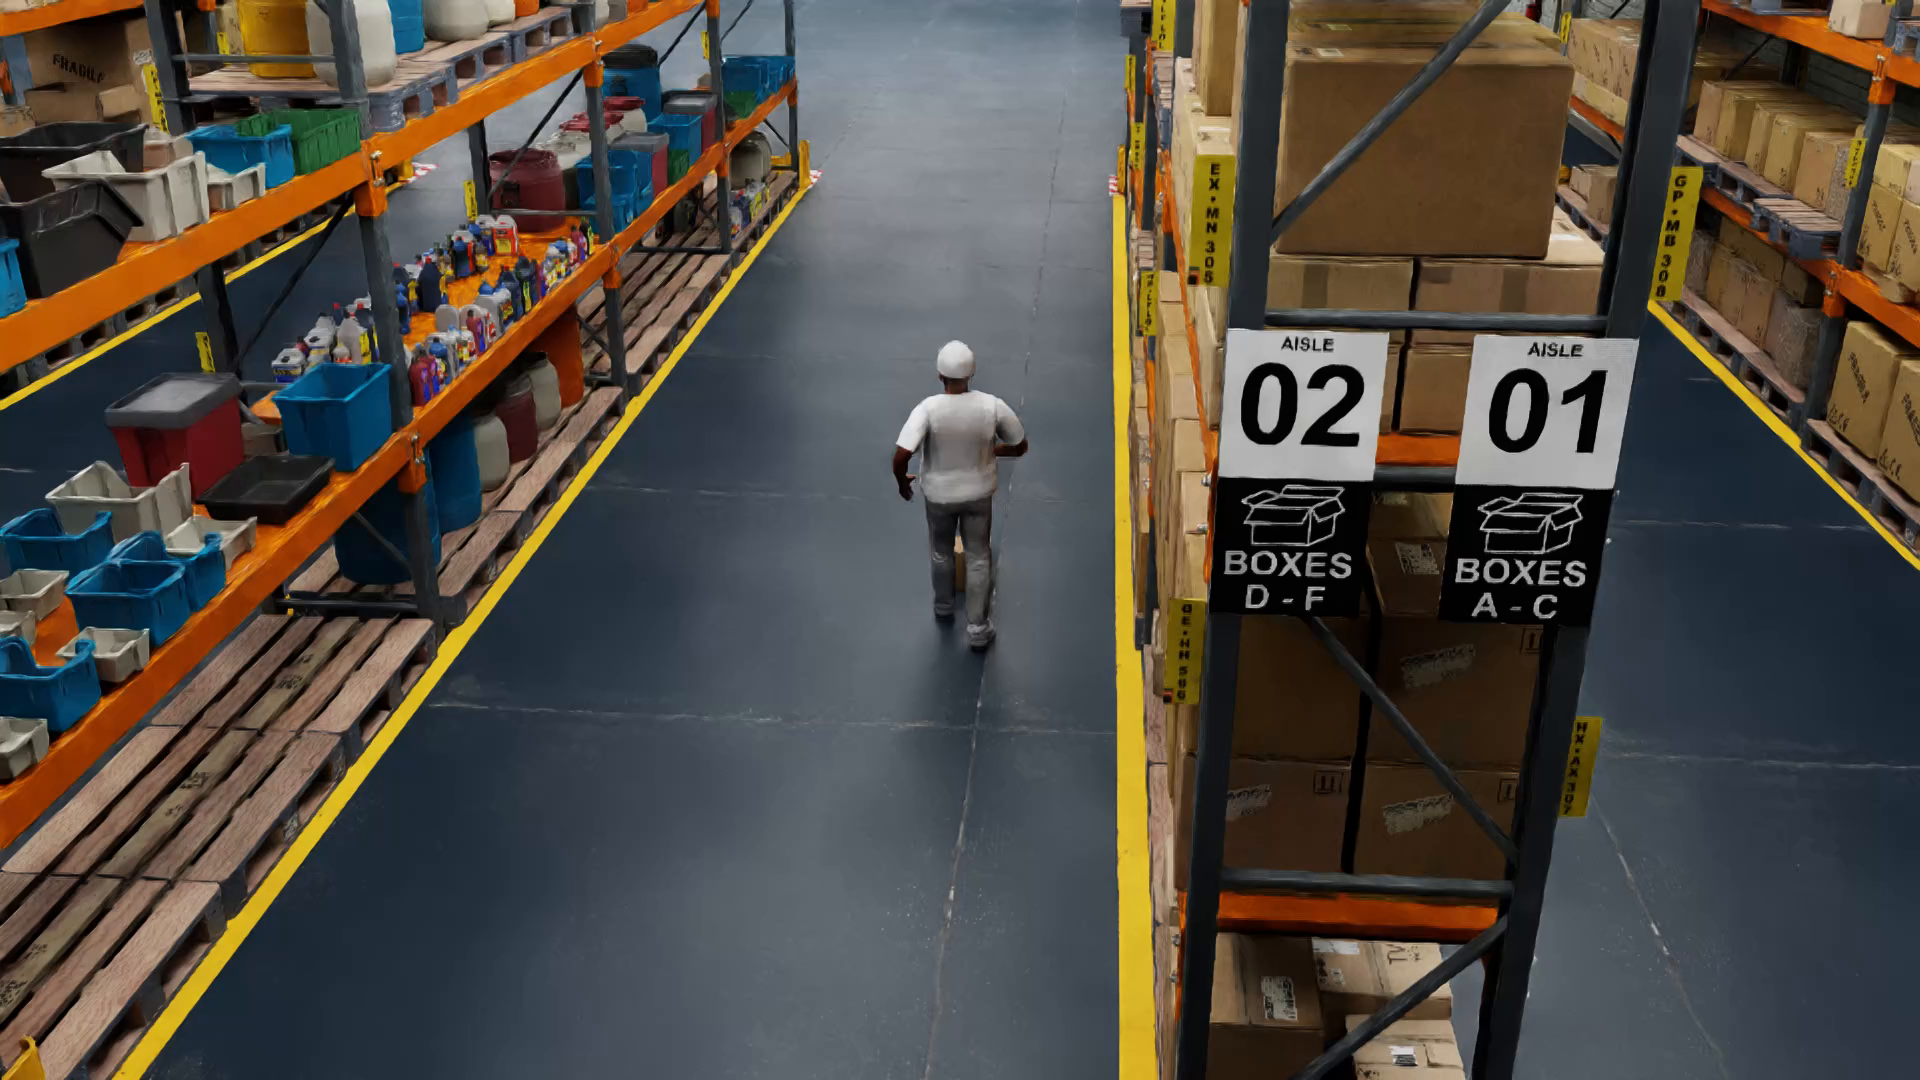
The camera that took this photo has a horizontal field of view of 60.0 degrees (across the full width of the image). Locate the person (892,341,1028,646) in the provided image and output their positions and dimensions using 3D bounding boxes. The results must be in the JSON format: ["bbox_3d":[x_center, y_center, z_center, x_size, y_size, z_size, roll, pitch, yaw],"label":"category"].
[{"bbox_3d":[-0.021,-0.312,9.256,0.750,1.765,0.740,-3,25,-6],"label":"person"}]
